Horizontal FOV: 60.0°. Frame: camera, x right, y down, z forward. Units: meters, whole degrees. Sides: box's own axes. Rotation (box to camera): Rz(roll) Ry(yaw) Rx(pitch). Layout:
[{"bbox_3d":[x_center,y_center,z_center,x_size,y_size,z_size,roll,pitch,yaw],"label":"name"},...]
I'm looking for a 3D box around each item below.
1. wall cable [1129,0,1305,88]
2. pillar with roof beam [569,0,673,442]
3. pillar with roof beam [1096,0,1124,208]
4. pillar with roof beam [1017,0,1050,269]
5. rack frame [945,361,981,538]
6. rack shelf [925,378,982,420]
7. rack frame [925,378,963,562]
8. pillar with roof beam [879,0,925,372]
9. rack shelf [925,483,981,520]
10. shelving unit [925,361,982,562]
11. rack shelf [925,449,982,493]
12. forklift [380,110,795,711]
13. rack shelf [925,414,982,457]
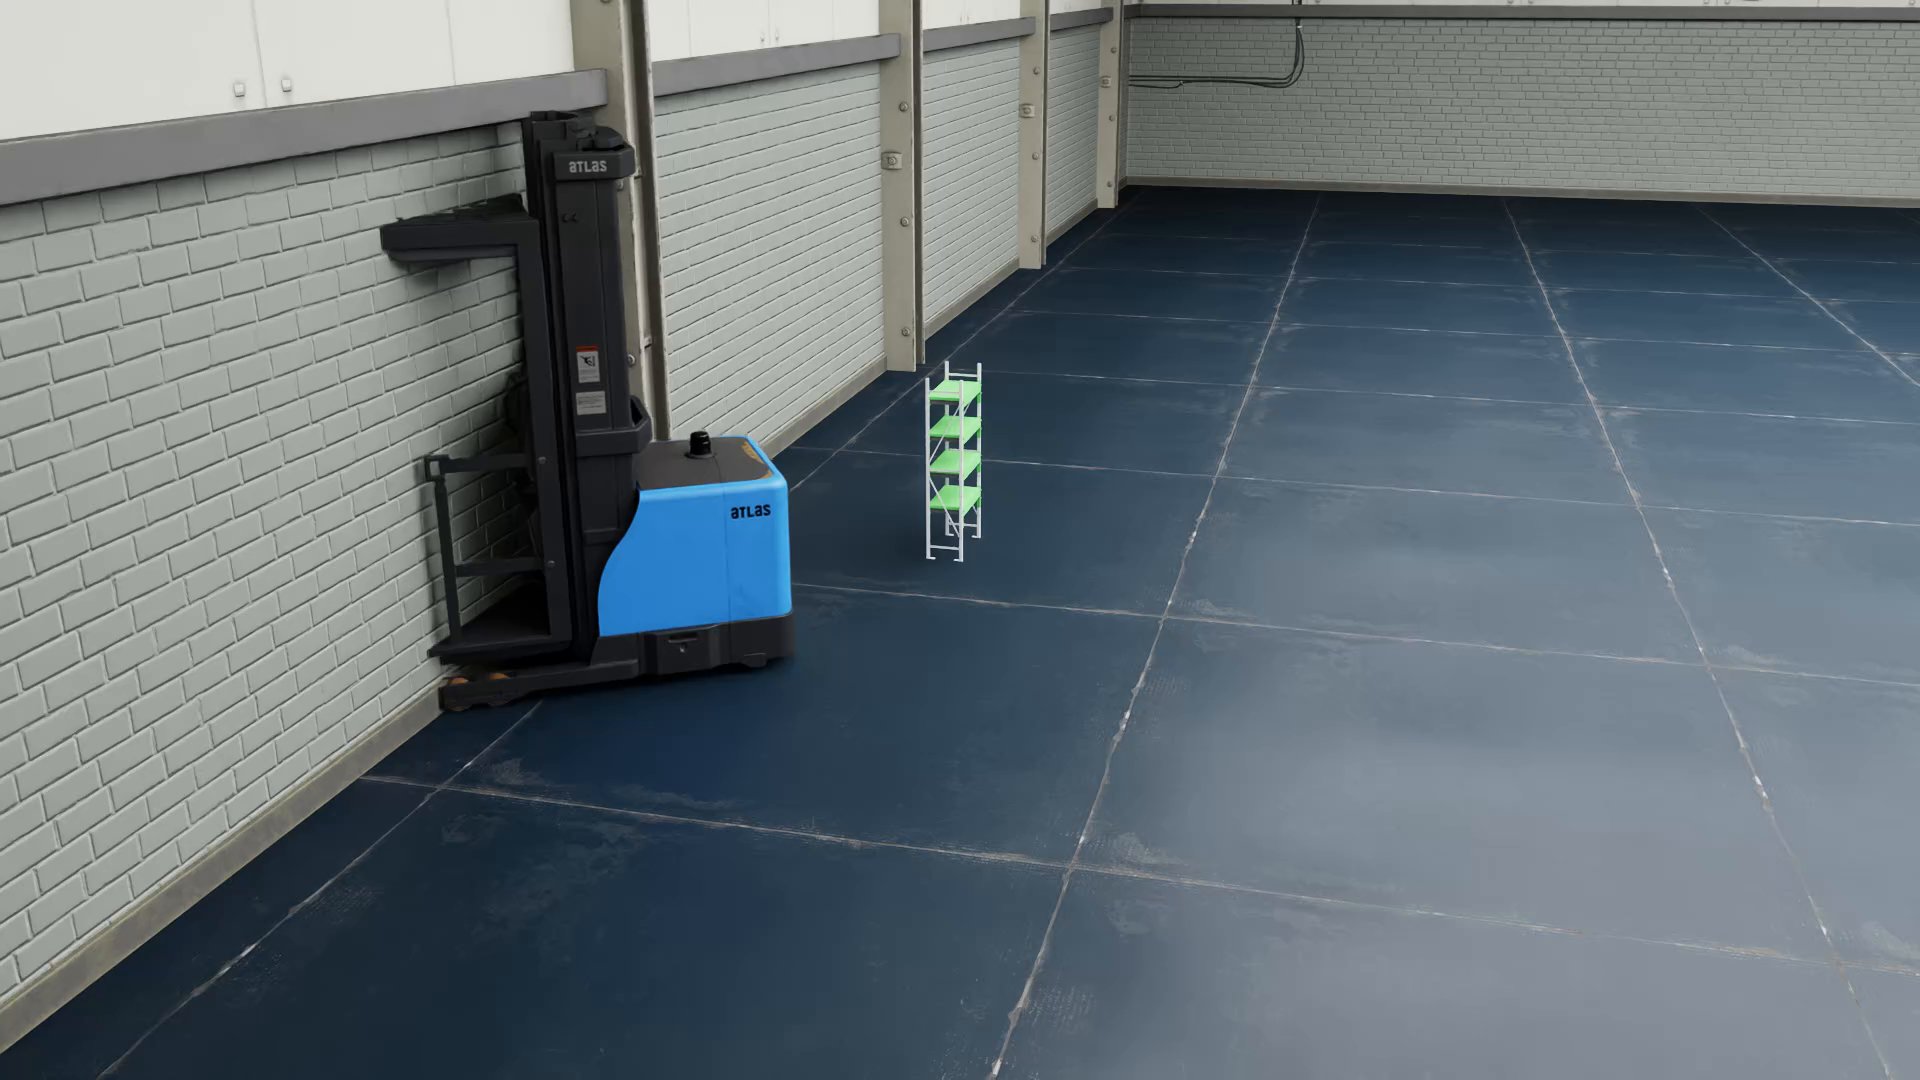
[{"bbox_3d":[4.395,-9.054,28.576,3.097,2.526,0.112,5,19,13],"label":"wall cable"},{"bbox_3d":[2.169,-3.722,8.164,9.100,9.000,0.400,5,19,13],"label":"pillar with roof beam"},{"bbox_3d":[6.567,-9.364,24.681,9.100,9.000,0.400,5,19,13],"label":"pillar with roof beam"},{"bbox_3d":[5.101,-7.484,19.175,9.100,9.000,0.400,5,19,13],"label":"pillar with roof beam"},{"bbox_3d":[0.019,-0.592,11.066,0.240,1.200,0.015,5,19,13],"label":"rack frame"},{"bbox_3d":[-0.040,-0.910,10.707,0.258,0.148,0.480,5,19,13],"label":"rack shelf"},{"bbox_3d":[-0.100,-0.439,10.618,0.240,1.200,0.015,5,19,13],"label":"rack frame"},{"bbox_3d":[3.635,-5.603,13.670,9.100,9.000,0.400,5,19,13],"label":"pillar with roof beam"},{"bbox_3d":[-0.040,-0.228,10.940,0.258,0.148,0.480,5,19,13],"label":"rack shelf"},{"bbox_3d":[-0.040,-0.516,10.842,0.258,1.200,0.503,5,19,13],"label":"shelving unit"},{"bbox_3d":[-0.040,-0.455,10.862,0.258,0.148,0.480,5,19,13],"label":"rack shelf"},{"bbox_3d":[-2.484,-0.695,8.687,3.031,2.935,1.130,-6,20,-17],"label":"forklift"},{"bbox_3d":[-0.040,-0.683,10.785,0.258,0.148,0.480,5,19,13],"label":"rack shelf"}]
